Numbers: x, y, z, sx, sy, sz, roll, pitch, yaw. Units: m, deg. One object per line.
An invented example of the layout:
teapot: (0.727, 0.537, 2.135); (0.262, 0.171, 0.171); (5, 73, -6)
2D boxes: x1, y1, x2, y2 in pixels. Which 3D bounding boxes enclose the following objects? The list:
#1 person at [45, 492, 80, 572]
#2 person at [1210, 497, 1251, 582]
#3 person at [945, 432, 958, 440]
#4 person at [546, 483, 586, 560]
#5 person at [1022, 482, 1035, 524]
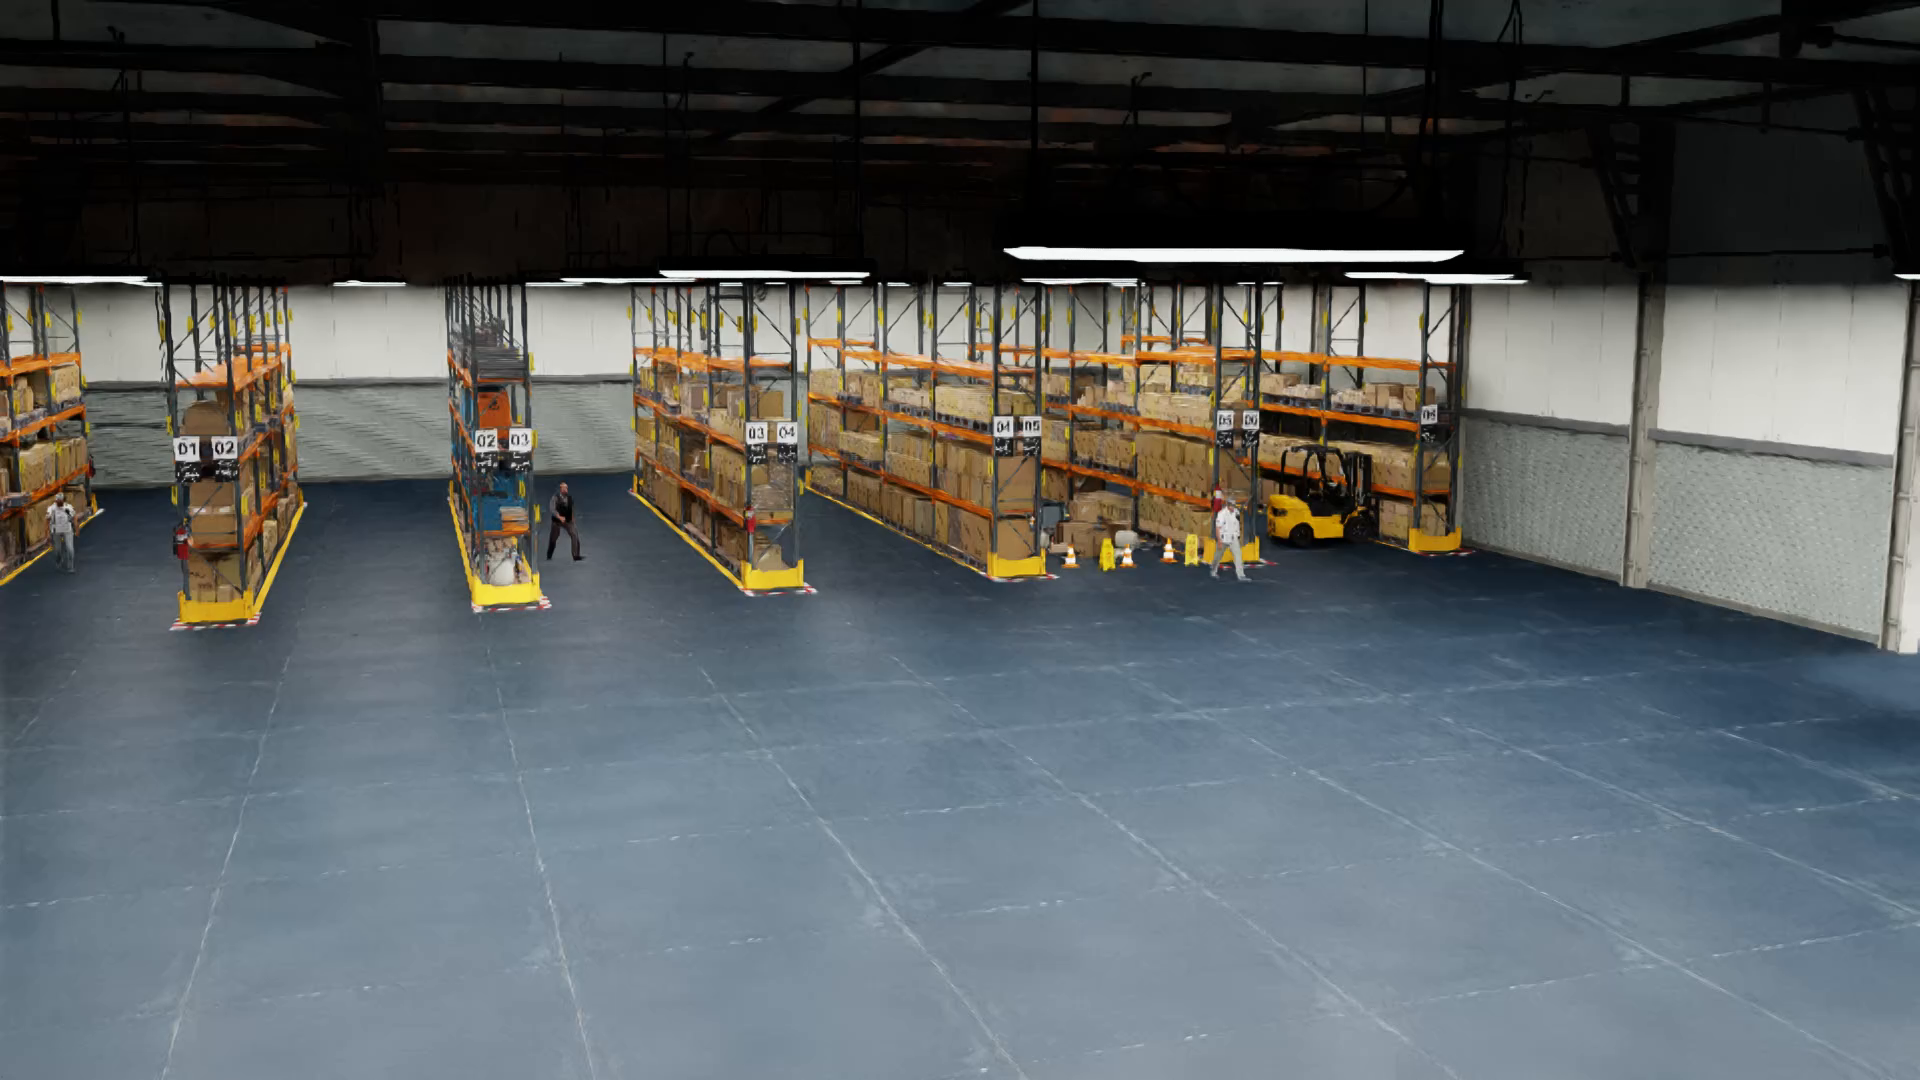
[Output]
person: (-18.306, -0.180, 33.918); (0.608, 1.628, 0.702); (-4, 10, -27)
person: (5.269, -0.034, 32.605); (0.547, 1.672, 1.115); (-3, 9, -20)
person: (-0.224, -3.048, 52.975); (0.514, 1.608, 0.465); (7, 11, 38)
person: (-8.421, -0.403, 35.230); (0.681, 1.666, 0.843); (-7, 11, -37)
person: (1.603, -1.279, 40.727); (0.586, 1.723, 0.653); (1, 9, 9)
